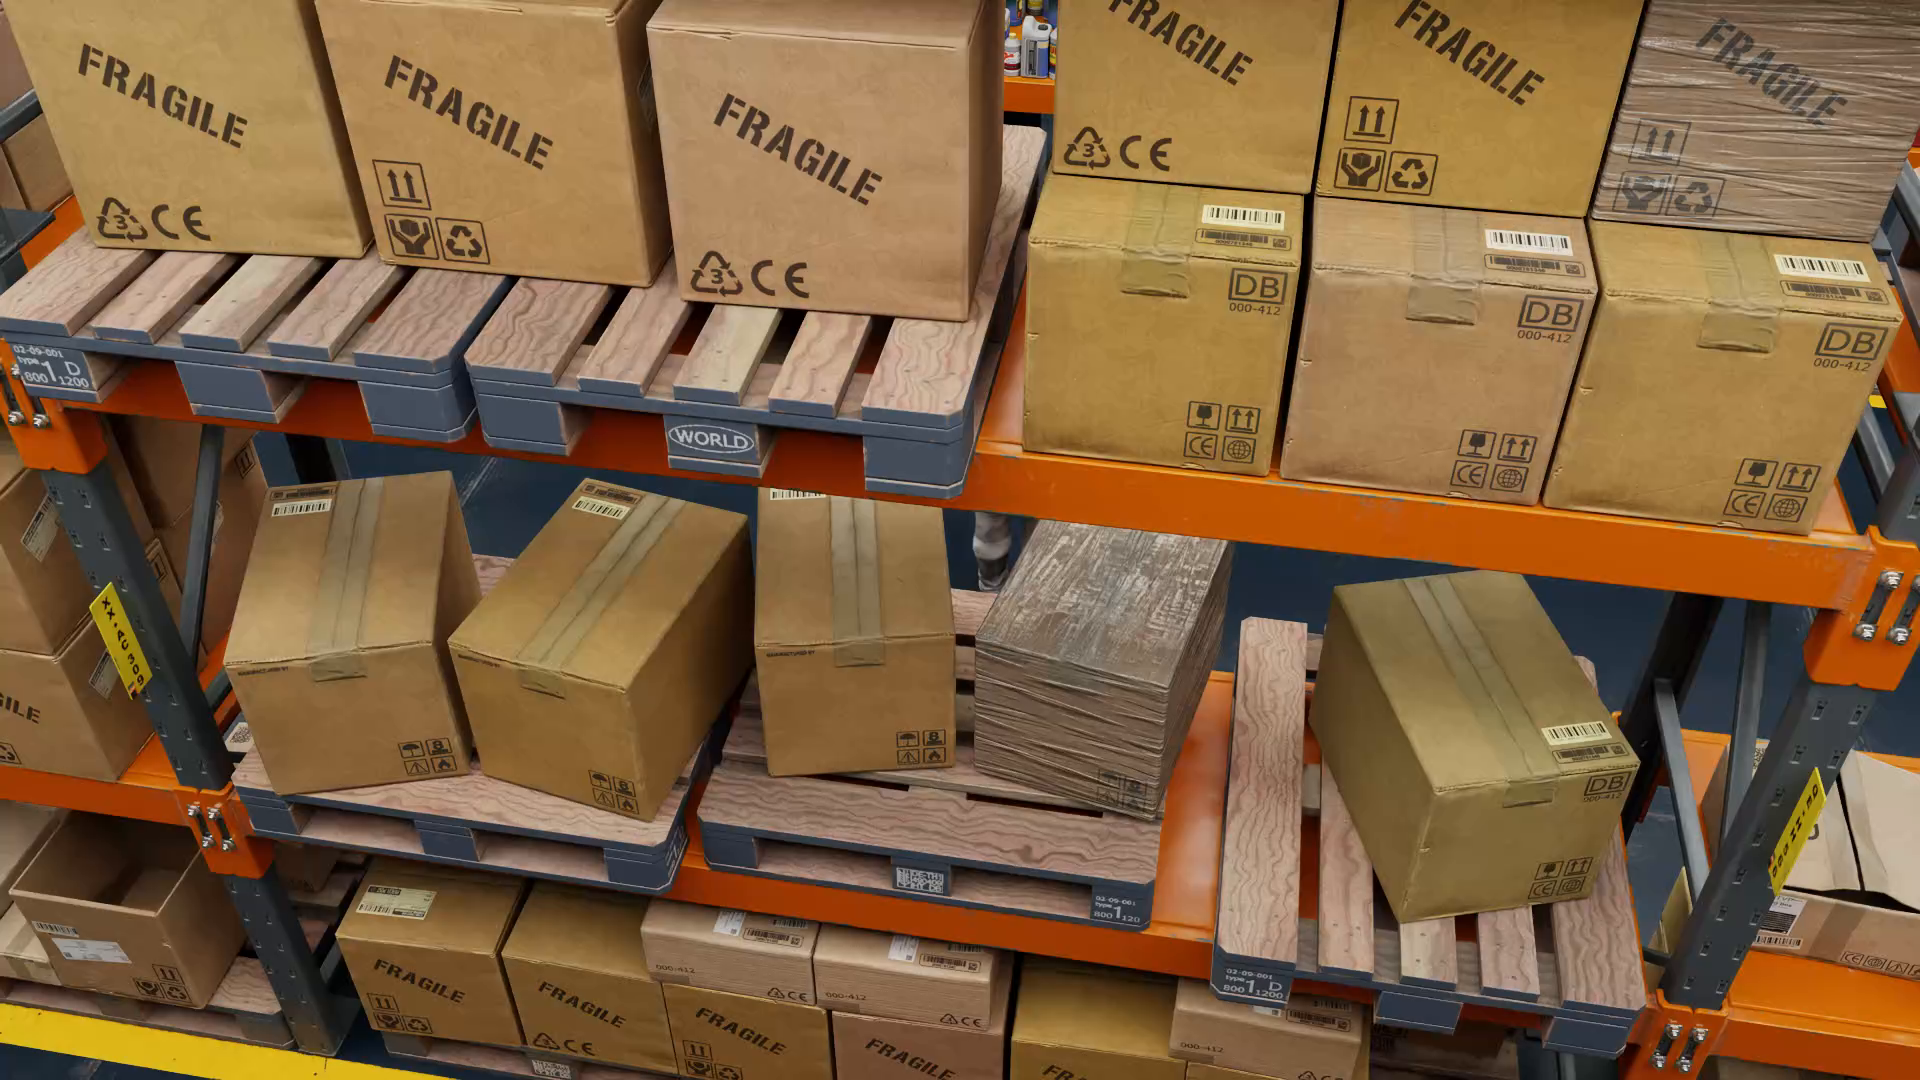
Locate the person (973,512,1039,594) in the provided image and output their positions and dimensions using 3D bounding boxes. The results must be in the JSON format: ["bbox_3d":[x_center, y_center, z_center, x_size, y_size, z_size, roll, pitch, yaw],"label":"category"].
[{"bbox_3d":[0.236,-0.490,6.718,0.495,1.787,0.553,6,41,7],"label":"person"}]
